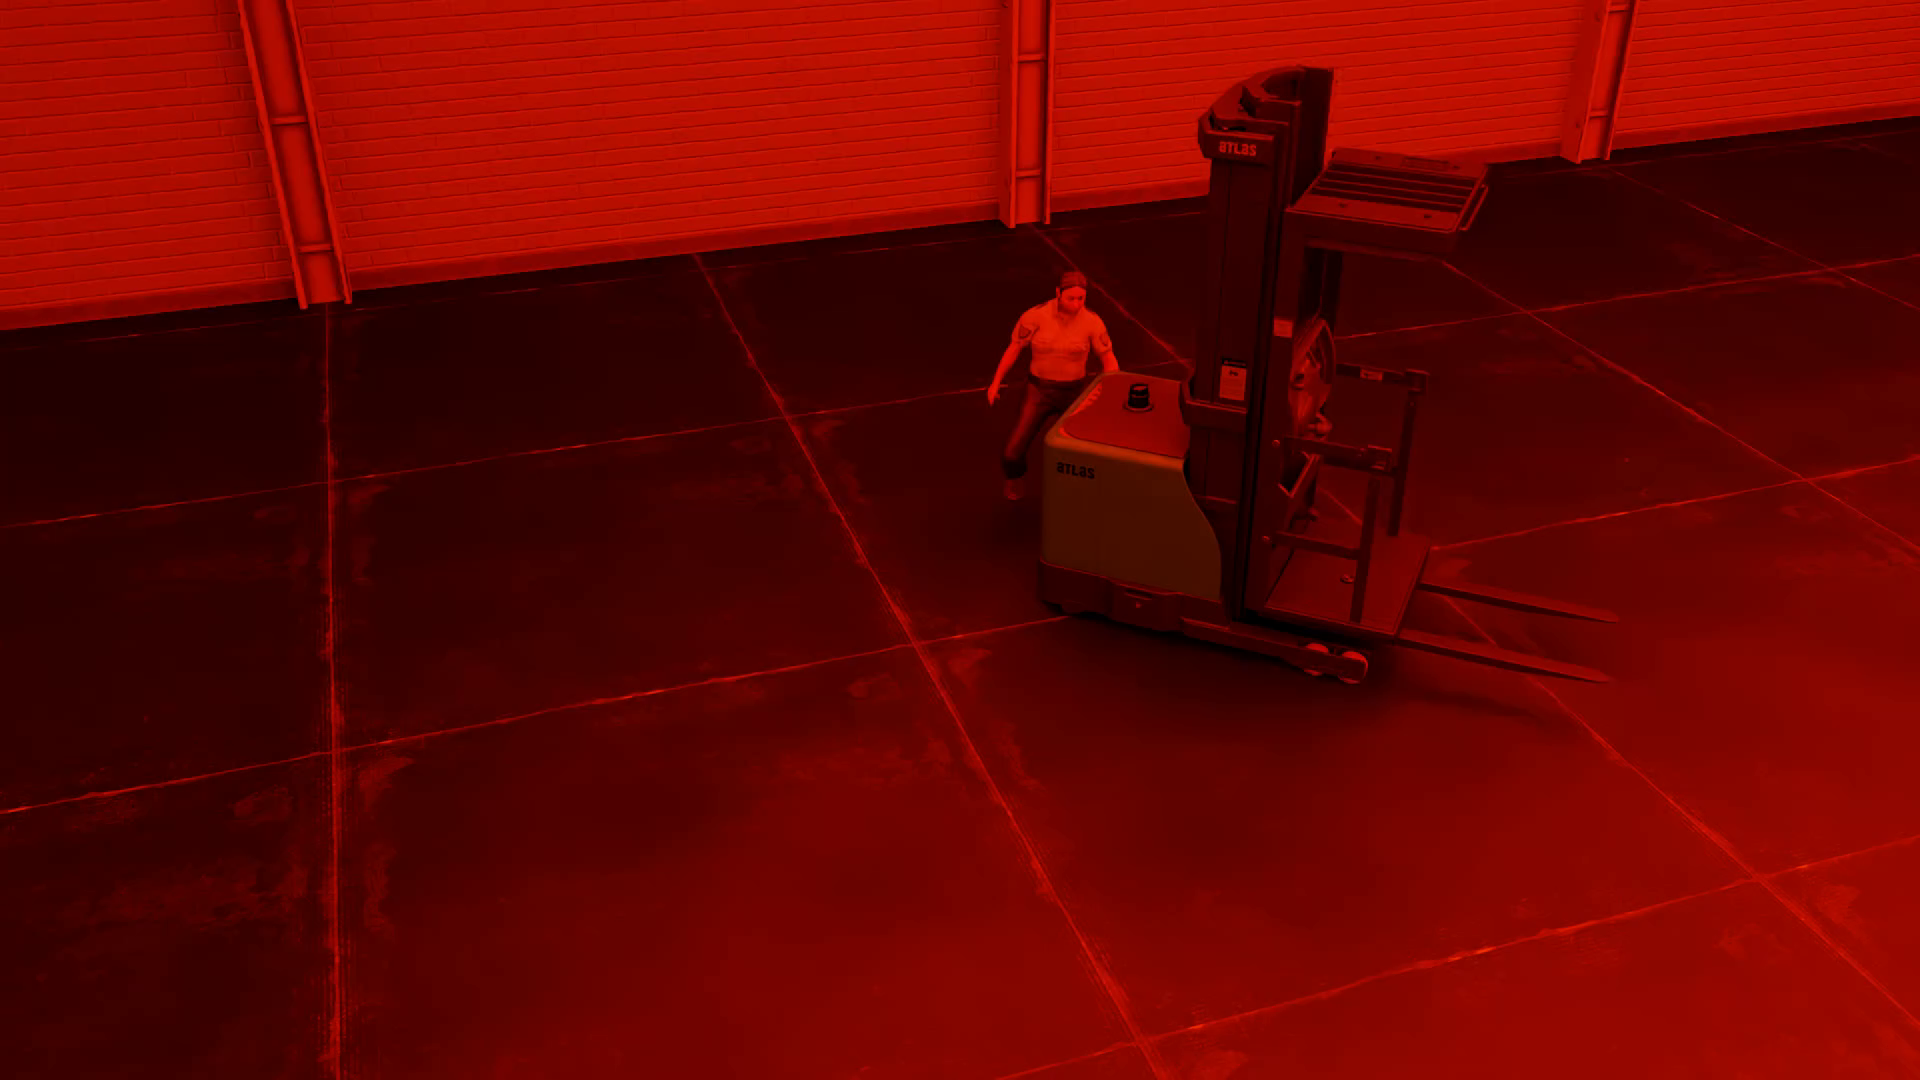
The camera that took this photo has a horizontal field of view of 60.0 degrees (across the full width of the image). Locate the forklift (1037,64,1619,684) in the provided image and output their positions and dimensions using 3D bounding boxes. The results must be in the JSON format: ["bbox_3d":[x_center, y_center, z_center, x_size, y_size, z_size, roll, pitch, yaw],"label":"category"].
[{"bbox_3d":[1.996,-0.820,8.512,3.031,2.935,1.130,12,32,20],"label":"forklift"}]

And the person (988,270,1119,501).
[{"bbox_3d":[0.588,-0.879,10.020,0.850,1.562,0.544,2,30,4],"label":"person"}]
